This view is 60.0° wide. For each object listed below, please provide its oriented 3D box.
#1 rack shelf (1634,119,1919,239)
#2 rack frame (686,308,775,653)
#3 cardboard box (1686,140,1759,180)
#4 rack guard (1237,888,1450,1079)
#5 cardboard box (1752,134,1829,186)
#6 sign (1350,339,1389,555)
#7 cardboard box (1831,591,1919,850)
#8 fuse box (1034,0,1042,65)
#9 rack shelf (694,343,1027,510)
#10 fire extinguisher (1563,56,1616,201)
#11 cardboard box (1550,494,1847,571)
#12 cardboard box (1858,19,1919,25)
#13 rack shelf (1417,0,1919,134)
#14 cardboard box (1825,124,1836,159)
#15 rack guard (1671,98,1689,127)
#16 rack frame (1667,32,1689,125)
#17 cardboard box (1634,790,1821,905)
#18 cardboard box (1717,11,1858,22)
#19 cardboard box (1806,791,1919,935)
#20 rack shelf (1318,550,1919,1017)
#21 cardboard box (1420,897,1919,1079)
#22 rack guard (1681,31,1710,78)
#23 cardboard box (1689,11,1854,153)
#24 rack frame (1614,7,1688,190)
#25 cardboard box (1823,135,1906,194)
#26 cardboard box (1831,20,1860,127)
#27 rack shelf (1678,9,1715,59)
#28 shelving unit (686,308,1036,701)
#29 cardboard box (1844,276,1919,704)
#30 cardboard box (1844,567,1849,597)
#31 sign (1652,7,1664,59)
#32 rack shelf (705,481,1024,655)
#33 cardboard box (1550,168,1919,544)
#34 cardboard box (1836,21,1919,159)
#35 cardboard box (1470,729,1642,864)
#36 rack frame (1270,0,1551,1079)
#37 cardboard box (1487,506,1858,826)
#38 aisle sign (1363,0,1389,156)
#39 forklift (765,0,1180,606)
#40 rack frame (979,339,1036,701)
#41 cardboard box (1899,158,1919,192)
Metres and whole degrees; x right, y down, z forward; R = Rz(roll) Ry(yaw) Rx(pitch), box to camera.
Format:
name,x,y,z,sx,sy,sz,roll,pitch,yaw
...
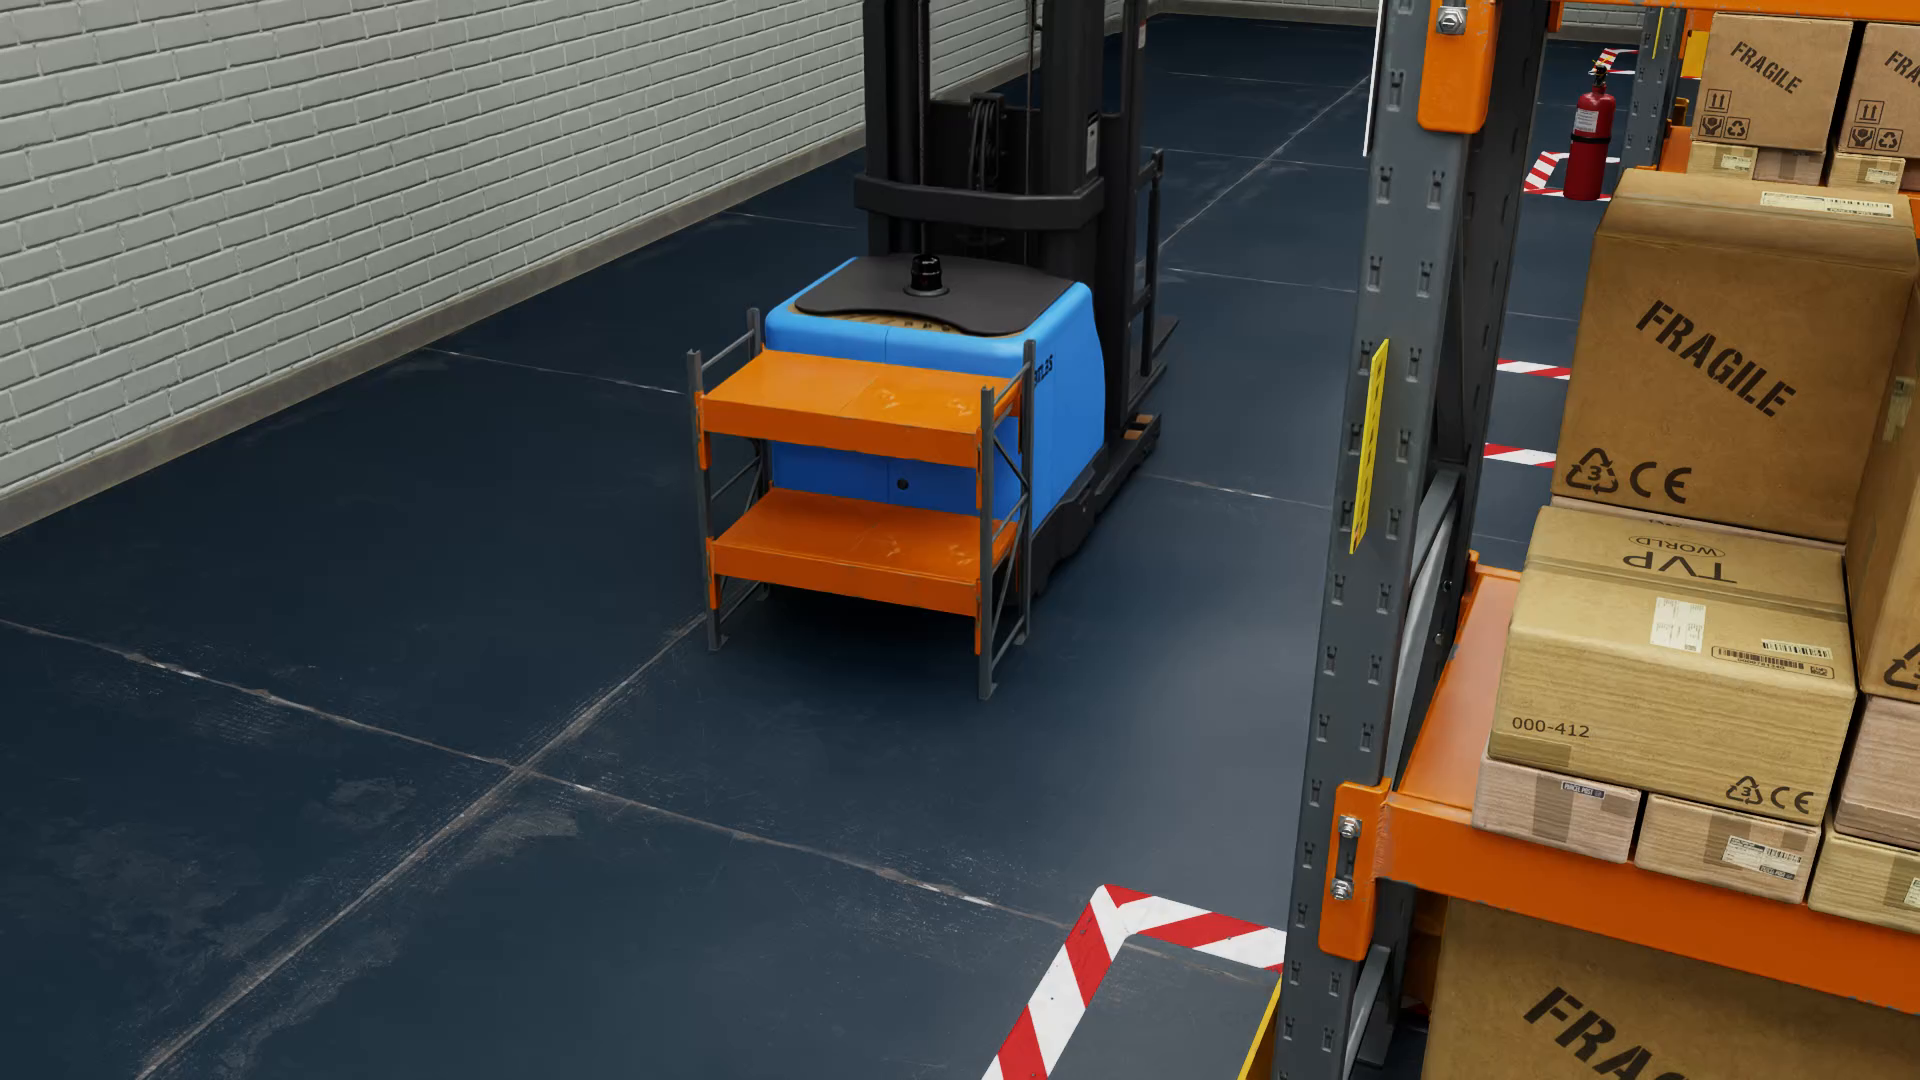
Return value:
name,x,y,z,sx,sy,sz,roll,pitch,yaw
rack shelf,4.834,-1.228,6.662,4.000,0.370,1.077,11,28,22
rack frame,-0.803,-0.210,5.902,0.032,1.125,0.500,9,27,17
cardboard box,3.172,-1.612,6.913,0.250,0.149,0.380,11,28,21
rack guard,0.846,1.177,3.794,0.348,0.500,1.175,11,28,22
cardboard box,3.421,-1.582,6.853,0.250,0.149,0.380,12,29,24
sign,0.633,-0.142,2.573,0.005,0.325,0.100,11,28,22
cardboard box,1.669,0.282,2.614,0.500,0.250,0.500,11,28,21
fuse box,0.830,-5.186,15.347,0.414,1.711,0.539,11,28,22
rack shelf,-0.322,-0.399,5.625,1.000,0.278,0.538,9,27,17
fire extinguisher,2.975,-1.946,7.816,0.183,0.674,0.296,11,28,22
cardboard box,1.419,-0.024,3.237,0.500,0.250,0.500,11,28,21
cardboard box,3.774,-2.264,6.371,0.500,0.500,0.500,12,29,23
rack shelf,2.689,-0.597,1.986,4.000,0.370,1.077,11,28,22
cardboard box,3.872,-1.757,7.207,0.250,0.149,0.380,11,28,21
rack guard,4.948,-2.808,11.887,0.348,0.500,1.175,11,28,22
rack frame,4.970,-3.925,11.326,0.127,3.000,1.000,11,28,22
cardboard box,1.289,0.416,2.793,0.250,0.149,0.380,11,28,21
cardboard box,3.312,-2.354,6.554,0.500,0.500,0.500,11,28,21
cardboard box,1.522,0.463,2.698,0.250,0.149,0.380,11,28,21
rack shelf,2.689,0.748,2.649,4.000,0.370,1.077,11,28,22
cardboard box,1.484,0.909,3.437,0.875,0.875,0.875,11,28,22
rack guard,7.091,-4.786,15.905,0.348,0.500,1.175,11,28,22
cardboard box,3.307,-1.901,6.766,0.500,0.500,0.500,13,29,24
rack frame,3.013,-1.916,7.246,0.127,3.000,1.000,11,28,22
cardboard box,3.644,-1.512,6.709,0.250,0.149,0.380,11,28,20
cardboard box,3.995,-2.019,7.006,0.500,0.500,0.500,11,28,21
rack shelf,6.791,-3.236,10.742,4.000,0.370,1.077,11,28,22
shelving unit,-0.322,-0.137,5.754,1.048,1.125,0.538,9,27,17
cardboard box,1.648,-0.055,2.450,0.500,0.500,0.500,11,28,21
cardboard box,1.880,0.069,3.048,0.500,0.250,0.500,11,28,21
sign,2.789,-2.086,6.611,0.005,0.325,0.100,11,28,22
rack shelf,-0.322,0.083,5.862,1.000,0.278,0.538,9,27,17
cardboard box,1.420,-0.359,3.068,0.500,0.500,0.500,12,29,22
cardboard box,3.805,-1.814,6.588,0.500,0.500,0.500,11,28,22
cardboard box,1.054,0.370,2.887,0.250,0.149,0.380,12,29,22
rack frame,0.868,0.060,3.233,0.127,3.000,1.000,11,28,22
cardboard box,1.193,0.190,2.801,0.500,0.250,0.500,11,28,20
aisle sign,0.678,-0.999,2.440,0.004,0.787,0.394,11,28,22
forklift,0.276,-1.700,6.885,1.130,2.935,3.031,10,28,19
rack frame,0.159,-0.064,5.607,0.032,1.125,0.500,9,27,17
cardboard box,3.937,-1.519,6.725,0.250,0.149,0.380,13,29,24
